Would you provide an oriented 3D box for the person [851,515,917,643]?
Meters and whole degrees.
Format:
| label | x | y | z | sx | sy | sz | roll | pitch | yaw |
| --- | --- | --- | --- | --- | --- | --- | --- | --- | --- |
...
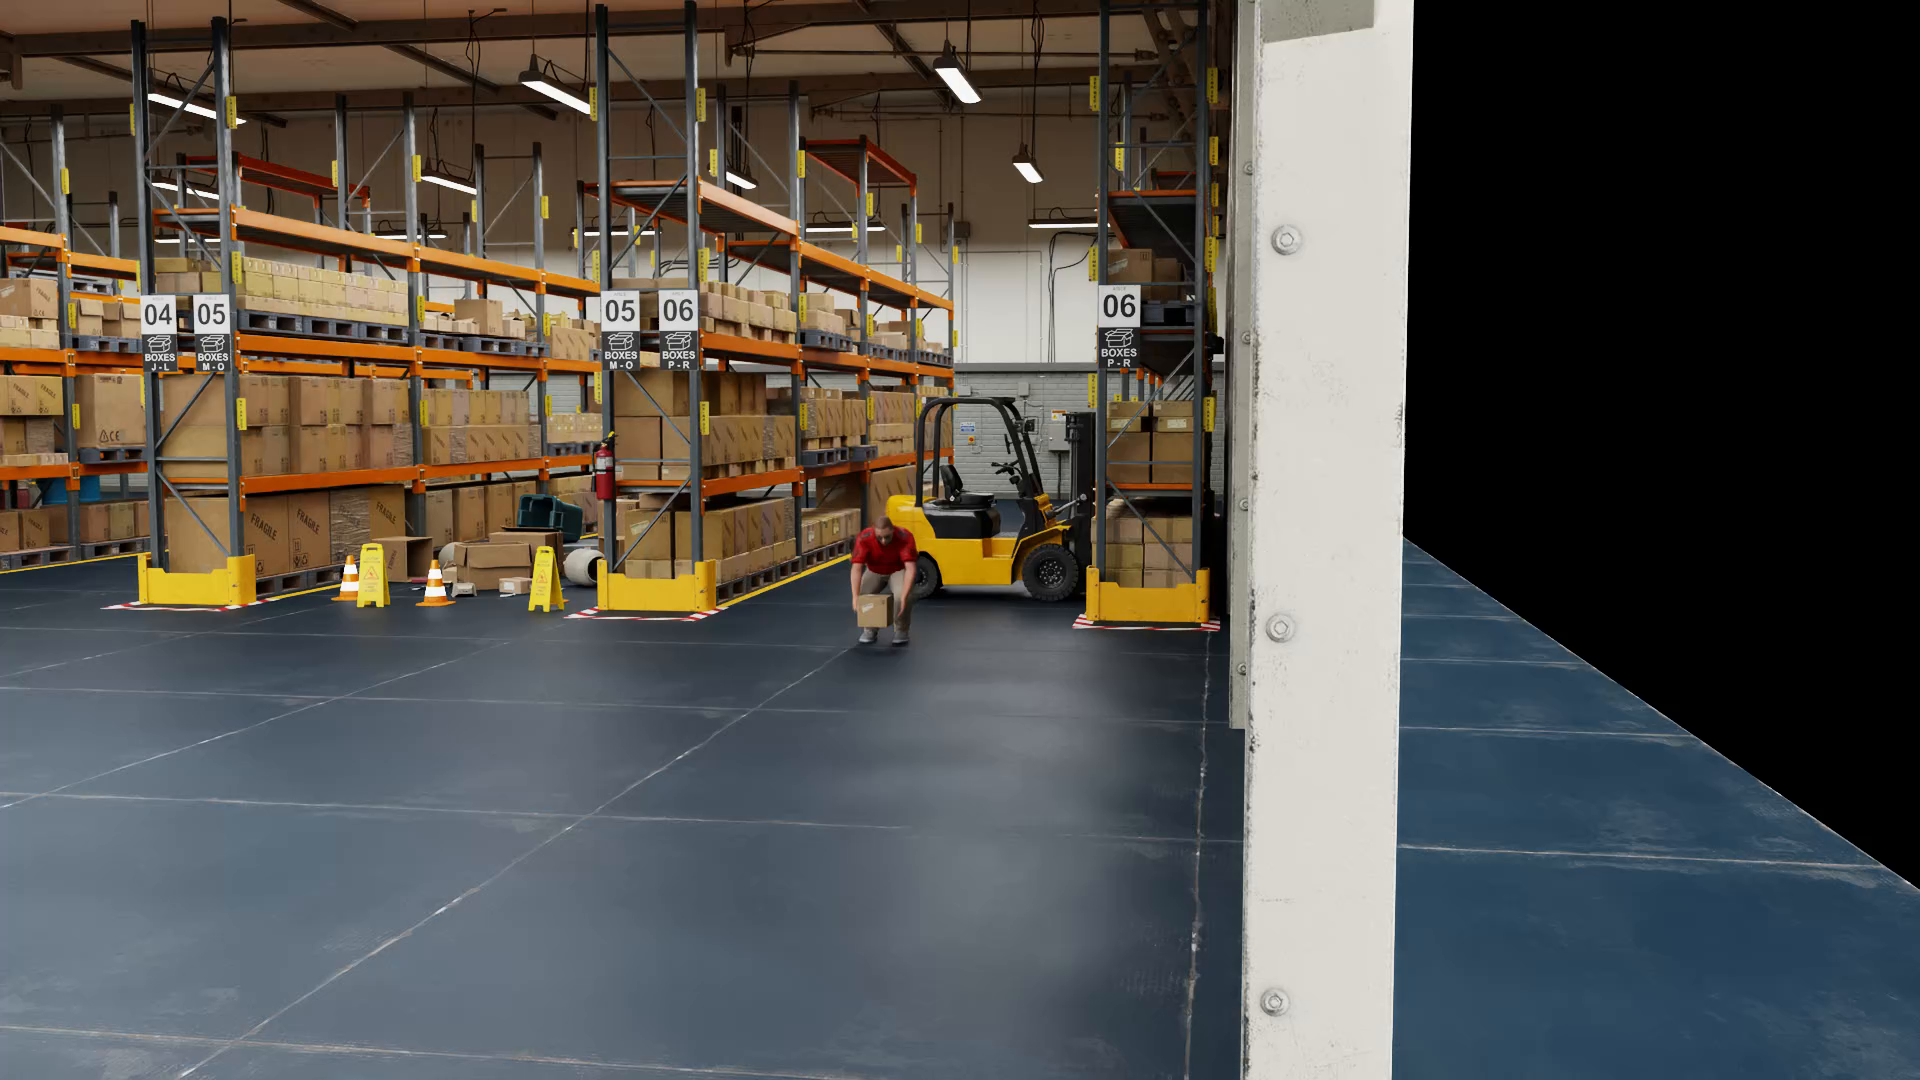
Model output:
| label | x | y | z | sx | sy | sz | roll | pitch | yaw |
| --- | --- | --- | --- | --- | --- | --- | --- | --- | --- |
| person | -0.629 | 0.333 | 14.390 | 0.577 | 1.125 | 0.821 | 1 | 4 | 9 |
